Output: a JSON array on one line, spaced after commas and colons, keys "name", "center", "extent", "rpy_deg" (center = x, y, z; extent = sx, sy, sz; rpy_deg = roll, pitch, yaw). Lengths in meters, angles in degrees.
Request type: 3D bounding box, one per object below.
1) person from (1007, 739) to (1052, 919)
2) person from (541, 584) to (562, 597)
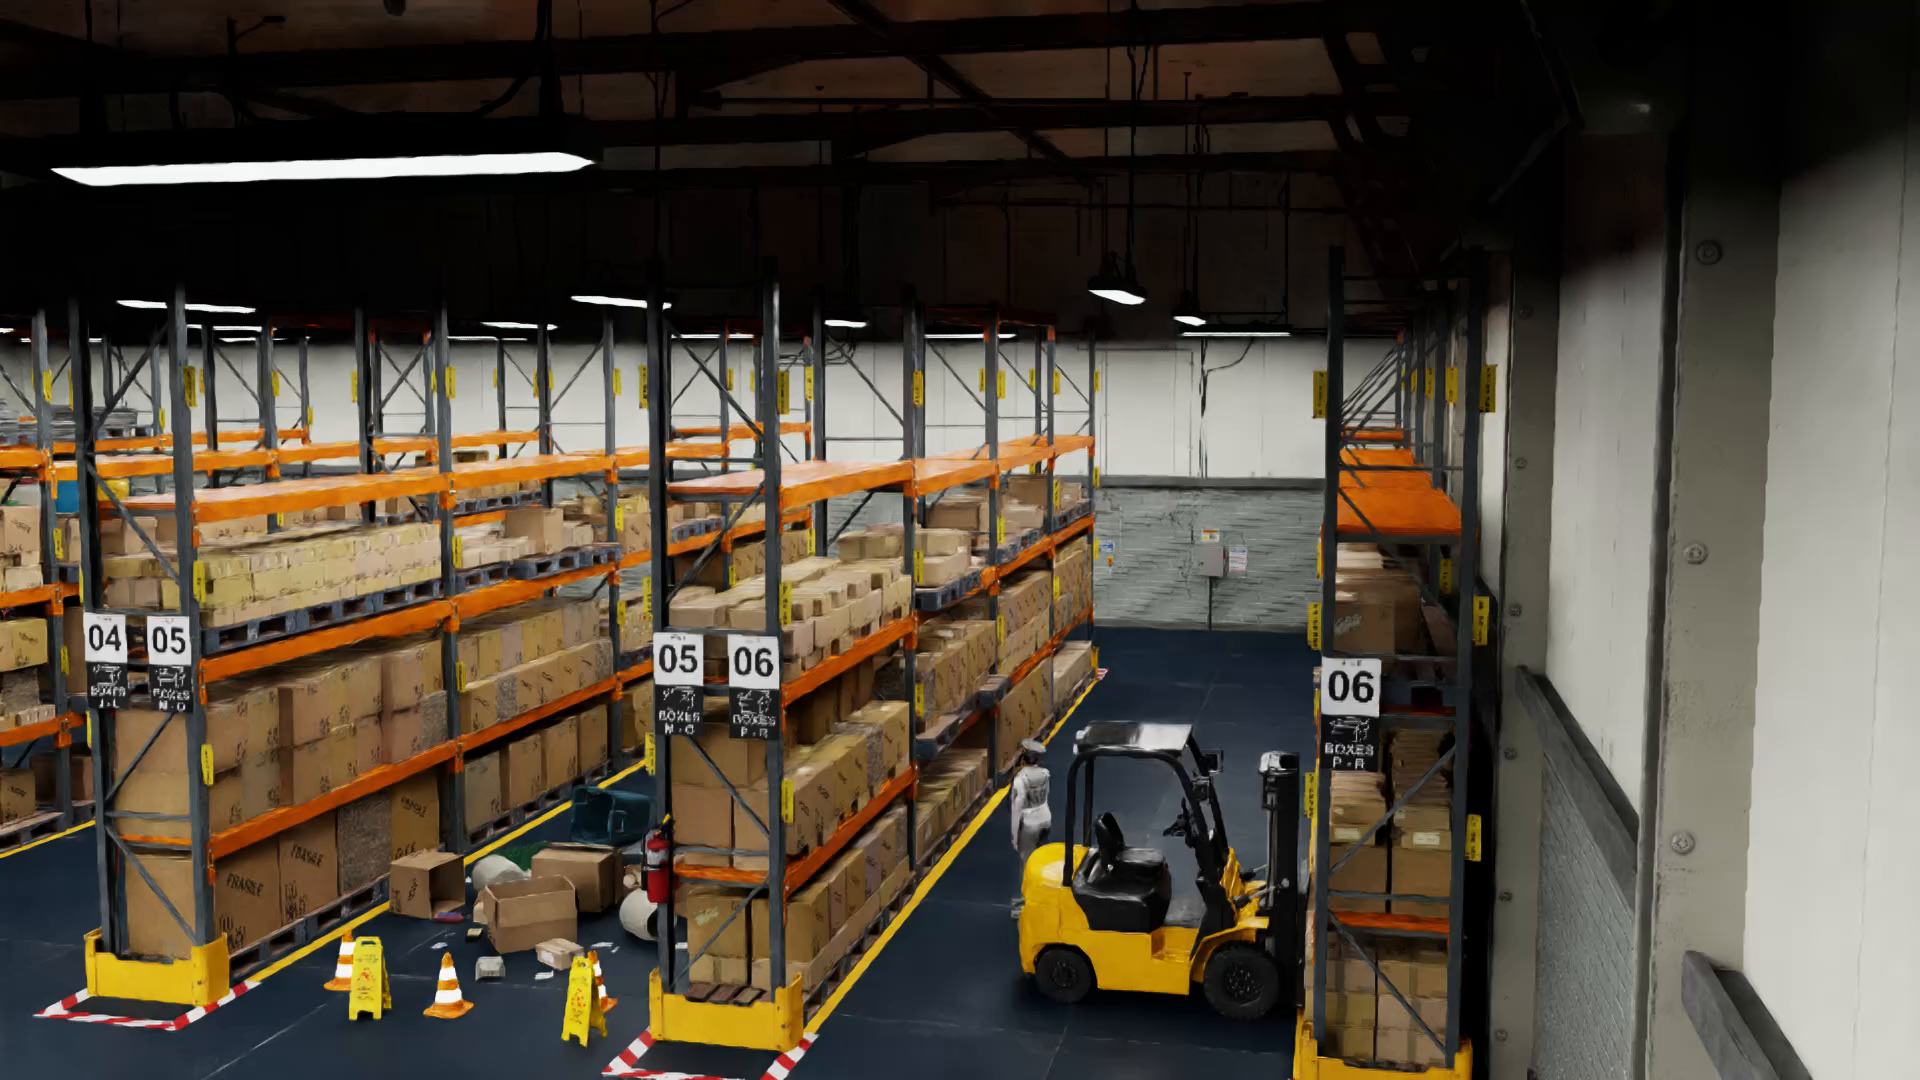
[{"name": "person", "center": [0.629, 2.728, 15.787], "extent": [0.458, 1.677, 0.524], "rpy_deg": [5, 8, 43]}, {"name": "person", "center": [-8.263, 0.981, 33.462], "extent": [0.637, 1.627, 0.512], "rpy_deg": [1, 6, 12]}]
